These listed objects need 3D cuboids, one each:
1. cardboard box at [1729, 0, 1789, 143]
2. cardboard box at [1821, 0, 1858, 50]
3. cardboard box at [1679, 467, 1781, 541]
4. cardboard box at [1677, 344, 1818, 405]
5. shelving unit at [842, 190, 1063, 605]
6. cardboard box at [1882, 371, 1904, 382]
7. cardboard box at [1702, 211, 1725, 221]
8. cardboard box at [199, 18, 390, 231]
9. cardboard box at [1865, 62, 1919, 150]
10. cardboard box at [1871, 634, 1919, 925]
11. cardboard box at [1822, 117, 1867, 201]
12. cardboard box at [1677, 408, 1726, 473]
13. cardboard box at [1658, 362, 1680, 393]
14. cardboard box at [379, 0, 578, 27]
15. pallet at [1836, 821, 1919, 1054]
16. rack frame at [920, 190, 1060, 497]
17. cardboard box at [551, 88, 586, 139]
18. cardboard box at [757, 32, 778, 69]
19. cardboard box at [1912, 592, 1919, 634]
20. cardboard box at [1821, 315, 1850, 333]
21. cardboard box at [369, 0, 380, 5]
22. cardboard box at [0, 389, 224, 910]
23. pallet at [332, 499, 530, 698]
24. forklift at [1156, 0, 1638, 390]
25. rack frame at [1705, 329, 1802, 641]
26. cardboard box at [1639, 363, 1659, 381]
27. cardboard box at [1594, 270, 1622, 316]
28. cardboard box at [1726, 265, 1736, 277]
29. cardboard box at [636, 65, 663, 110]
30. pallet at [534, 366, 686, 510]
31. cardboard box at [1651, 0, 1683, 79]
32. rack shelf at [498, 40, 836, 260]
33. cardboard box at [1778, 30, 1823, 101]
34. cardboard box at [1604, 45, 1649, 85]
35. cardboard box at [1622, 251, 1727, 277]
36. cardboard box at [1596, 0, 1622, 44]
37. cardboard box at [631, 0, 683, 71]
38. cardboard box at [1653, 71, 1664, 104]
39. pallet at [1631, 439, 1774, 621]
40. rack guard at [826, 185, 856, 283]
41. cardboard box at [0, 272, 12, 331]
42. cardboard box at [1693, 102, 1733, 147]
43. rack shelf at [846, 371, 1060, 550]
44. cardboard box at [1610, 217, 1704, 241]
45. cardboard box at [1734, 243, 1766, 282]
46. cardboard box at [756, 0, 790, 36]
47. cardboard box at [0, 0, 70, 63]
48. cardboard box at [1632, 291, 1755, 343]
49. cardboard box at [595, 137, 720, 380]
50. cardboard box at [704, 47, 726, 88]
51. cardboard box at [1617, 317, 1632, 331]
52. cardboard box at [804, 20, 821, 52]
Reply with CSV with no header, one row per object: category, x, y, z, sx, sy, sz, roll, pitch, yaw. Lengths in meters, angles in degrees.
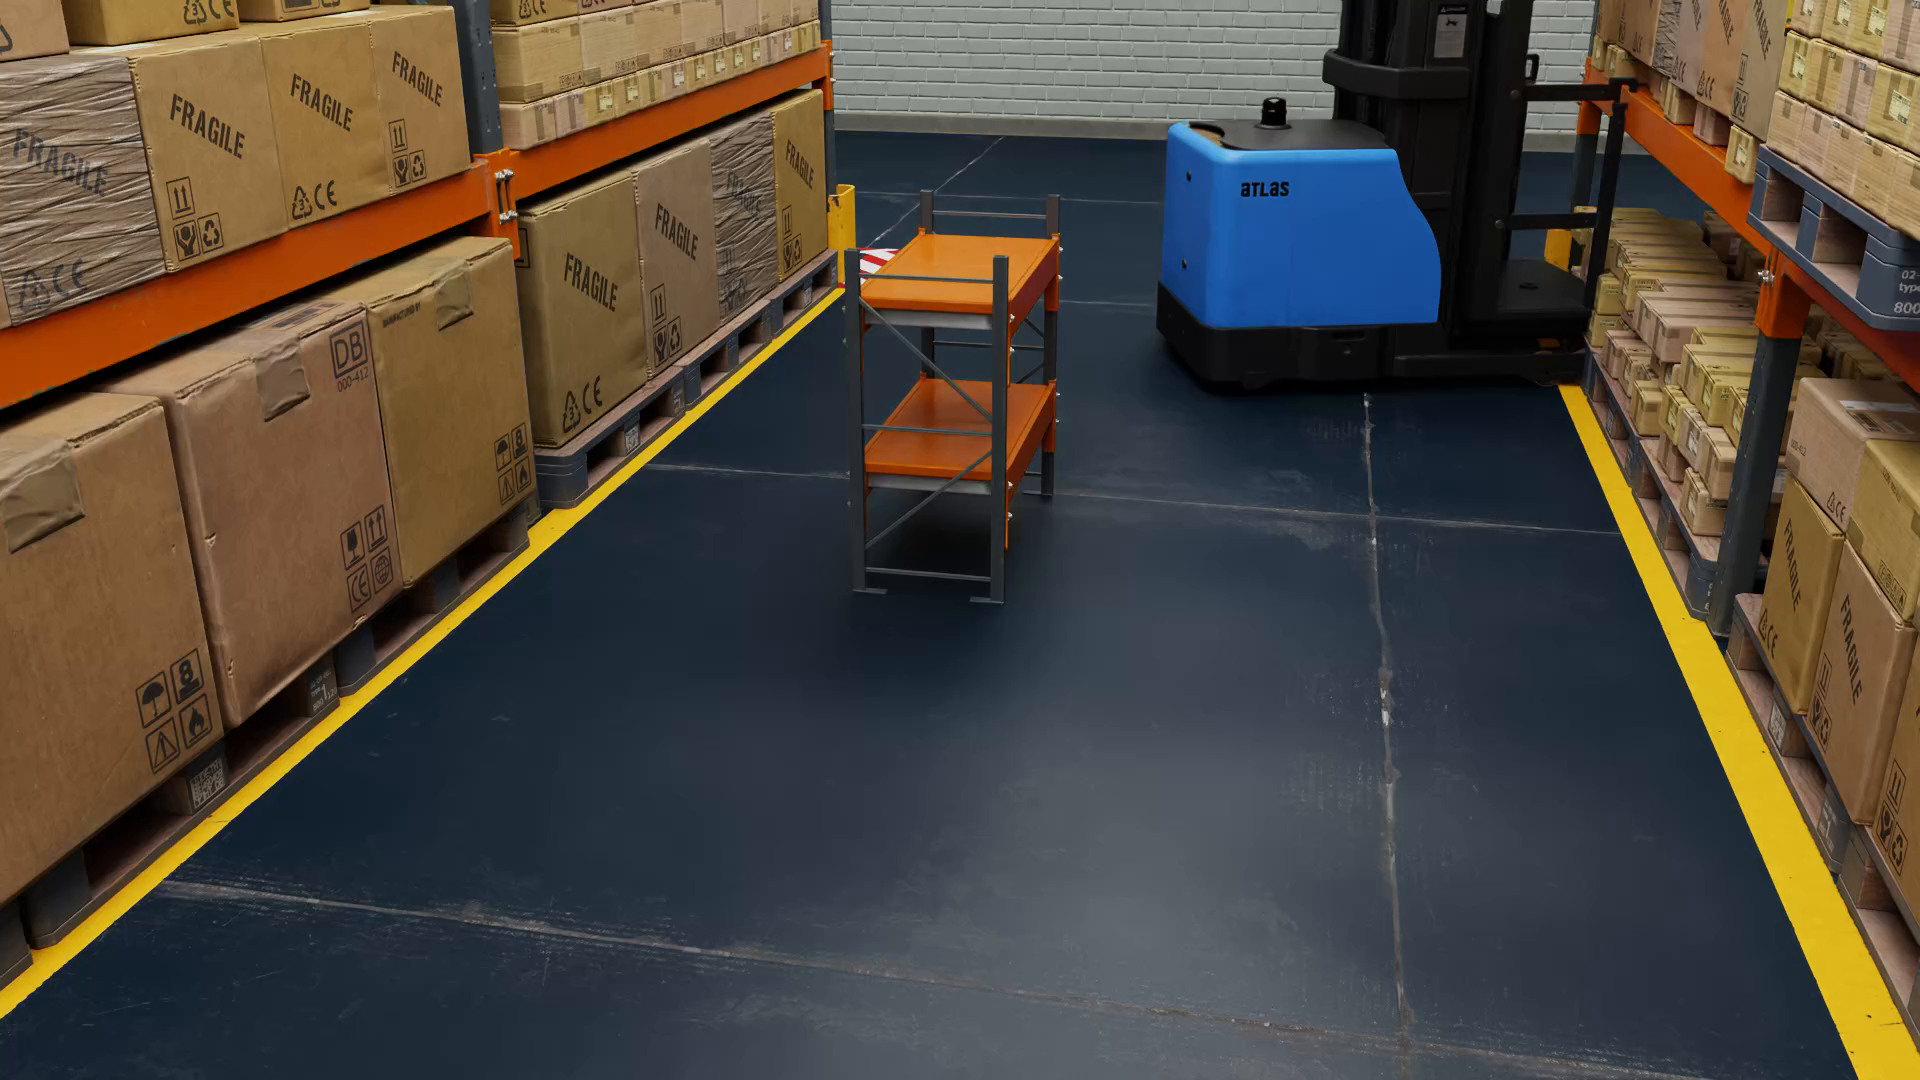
cardboard box,2.633,-1.454,4.917,0.500,0.500,0.500,4,22,11
cardboard box,2.230,-1.214,3.831,0.380,0.149,0.250,5,22,12
cardboard box,2.558,-0.113,5.373,0.380,0.149,0.250,5,22,12
cardboard box,2.686,-0.558,5.681,0.380,0.149,0.250,4,22,10
shelving unit,0.001,-0.524,5.650,0.538,1.125,1.048,4,22,11
cardboard box,3.199,-0.426,5.354,0.380,0.149,0.250,6,23,14
cardboard box,3.767,-1.470,7.945,0.380,0.149,0.250,5,22,12
cardboard box,-1.960,-1.160,4.586,0.500,0.500,0.500,5,23,13
cardboard box,2.125,-0.894,3.434,0.380,0.149,0.250,4,22,9
cardboard box,2.201,0.530,3.307,0.500,0.500,0.500,5,22,12
cardboard box,2.175,-0.848,3.717,0.380,0.149,0.250,5,22,11
cardboard box,2.607,-0.321,5.491,0.380,0.149,0.250,3,22,8
cardboard box,2.825,-0.599,6.182,0.380,0.149,0.250,5,22,12
cardboard box,-1.676,-2.058,5.748,0.500,0.500,0.500,4,22,11
pallet,2.407,0.955,3.201,1.003,0.211,1.213,4,22,11
rack frame,0.105,-0.710,6.111,0.500,1.125,0.032,4,22,11
cardboard box,-1.584,-1.549,6.020,0.380,0.149,0.250,4,22,9
cardboard box,-1.114,-2.399,8.131,0.380,0.149,0.250,5,22,12
cardboard box,2.187,0.177,3.180,0.500,0.250,0.500,5,23,13
cardboard box,3.365,-0.706,6.050,0.380,0.149,0.250,5,22,12
cardboard box,-2.192,-2.091,5.829,0.500,0.500,0.500,5,22,12
cardboard box,-2.489,0.191,3.646,1.225,0.875,0.875,5,22,11
pallet,-2.107,0.095,5.335,1.003,0.211,1.213,4,22,11
forklift,2.530,-2.251,7.519,3.031,2.935,1.130,-2,22,-6
rack frame,2.811,-1.071,4.498,1.000,3.000,0.127,4,22,11
cardboard box,2.888,-0.582,6.537,0.380,0.149,0.250,5,22,12
cardboard box,3.036,-1.095,7.413,0.380,0.149,0.250,5,23,13
cardboard box,3.695,-1.140,7.524,0.380,0.149,0.250,4,22,9
cardboard box,-1.427,-1.835,6.731,0.380,0.149,0.250,4,22,10
pallet,-1.792,-0.465,6.726,1.003,0.211,1.213,4,22,11
cardboard box,2.971,-2.013,6.304,0.500,0.500,0.500,4,22,10
rack shelf,-1.616,-1.884,7.480,1.077,0.370,4.000,4,22,11
cardboard box,2.281,-1.179,4.141,0.380,0.149,0.250,5,22,12
cardboard box,3.122,-2.134,7.472,0.380,0.149,0.250,4,22,9
cardboard box,3.037,-1.127,7.094,0.380,0.149,0.250,5,23,13
cardboard box,3.265,-2.575,7.701,0.500,0.500,0.500,6,23,13
cardboard box,-1.465,-2.078,6.801,0.500,0.250,0.500,5,22,12
cardboard box,3.046,-1.843,6.751,0.380,0.149,0.250,4,22,10
pallet,2.914,-0.026,5.636,1.003,0.211,1.213,4,22,11
rack guard,-1.203,-1.799,9.650,1.175,0.500,0.348,4,22,11
cardboard box,-2.270,-0.603,3.203,0.500,0.500,0.500,4,22,10
cardboard box,2.802,-1.467,5.817,0.380,0.149,0.250,3,22,9
rack shelf,0.001,-0.297,5.741,0.538,0.278,1.000,4,22,11
cardboard box,3.249,-1.407,7.789,0.380,0.149,0.250,5,22,12
cardboard box,3.617,-1.188,7.245,0.380,0.149,0.250,4,22,9
cardboard box,-1.151,-2.635,8.183,0.500,0.250,0.500,4,22,10
cardboard box,-2.409,-1.285,3.553,0.797,0.503,0.637,5,23,13
cardboard box,2.823,-0.852,6.412,0.380,0.149,0.250,4,22,9
cardboard box,-1.627,-1.260,7.249,0.875,0.875,0.875,4,22,11
cardboard box,-1.270,-2.118,7.435,0.380,0.149,0.250,5,22,12
cardboard box,3.072,-0.860,7.229,0.380,0.149,0.250,5,22,11
cardboard box,-0.958,-2.677,8.823,0.380,0.149,0.250,5,22,12
